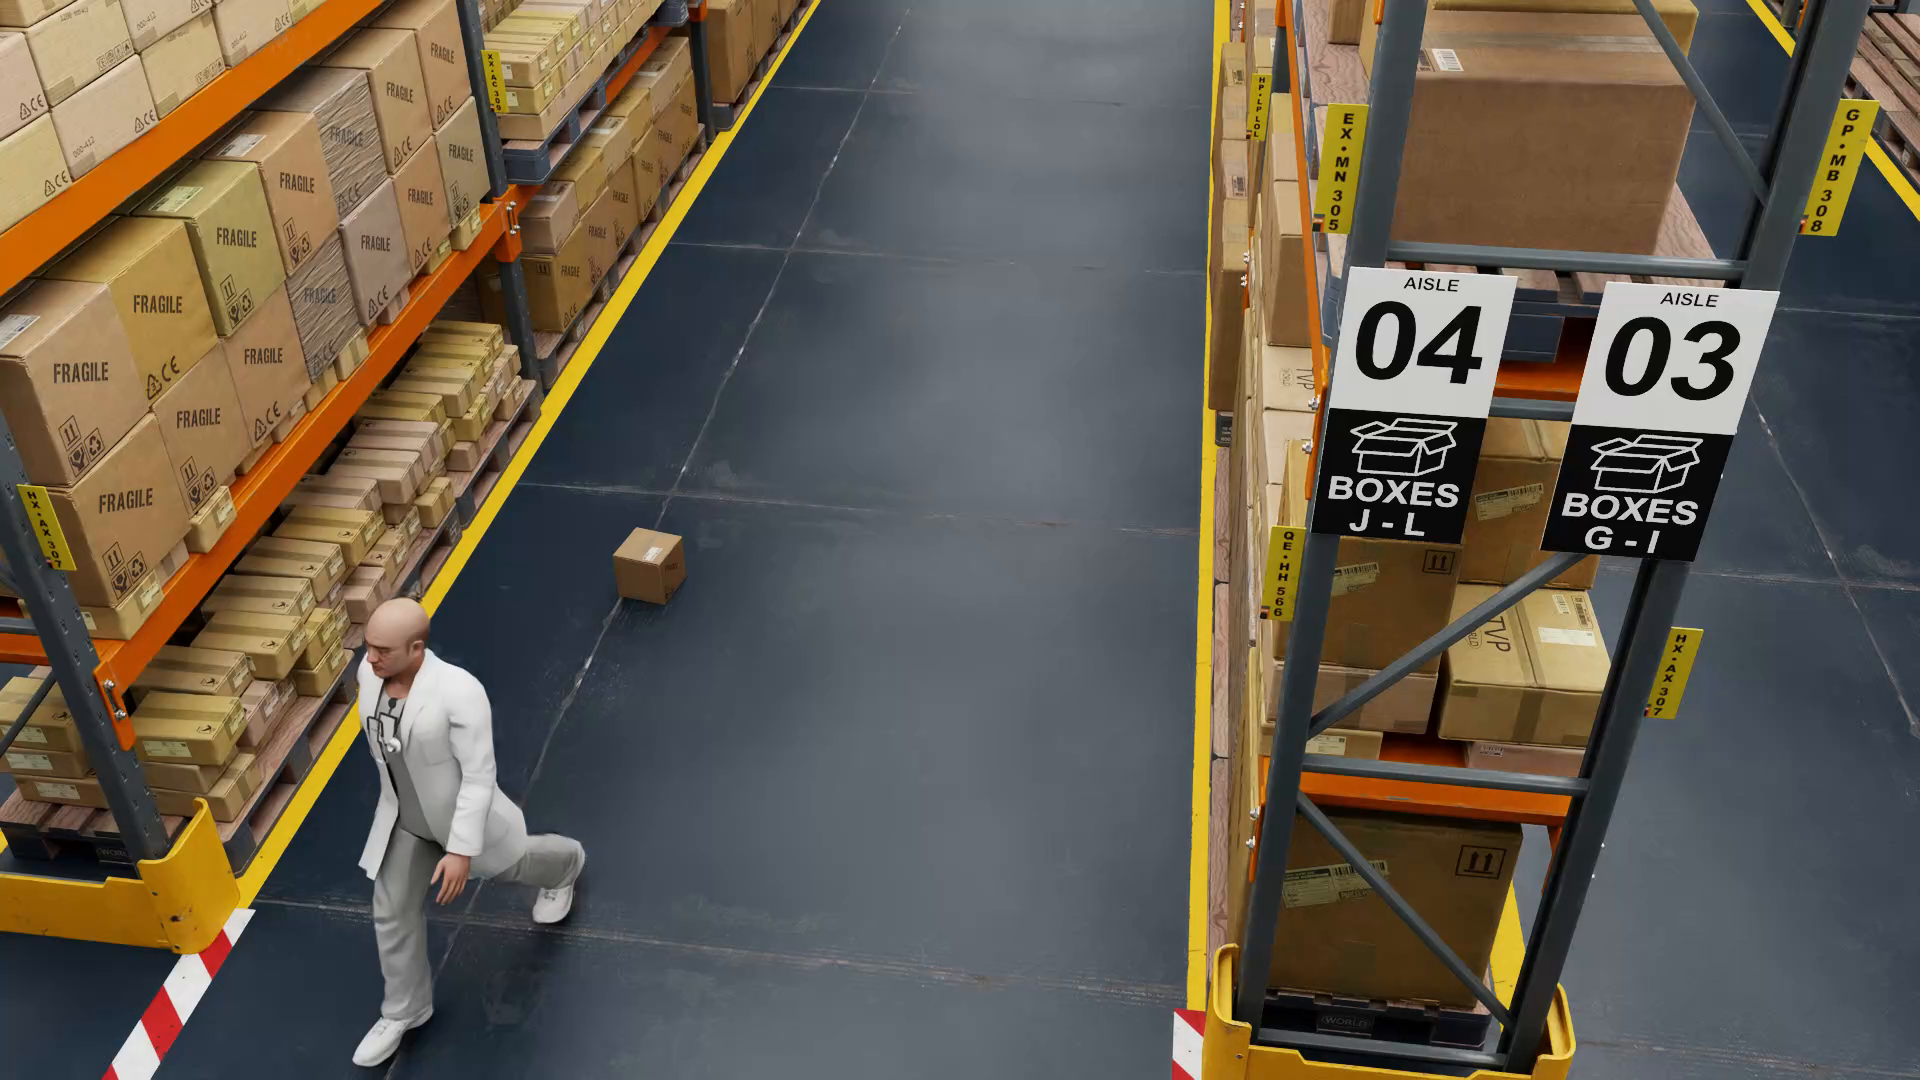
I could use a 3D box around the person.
[{"bbox_3d":[-1.767,0.859,5.802,0.574,1.666,0.935,13,38,17],"label":"person"}]
